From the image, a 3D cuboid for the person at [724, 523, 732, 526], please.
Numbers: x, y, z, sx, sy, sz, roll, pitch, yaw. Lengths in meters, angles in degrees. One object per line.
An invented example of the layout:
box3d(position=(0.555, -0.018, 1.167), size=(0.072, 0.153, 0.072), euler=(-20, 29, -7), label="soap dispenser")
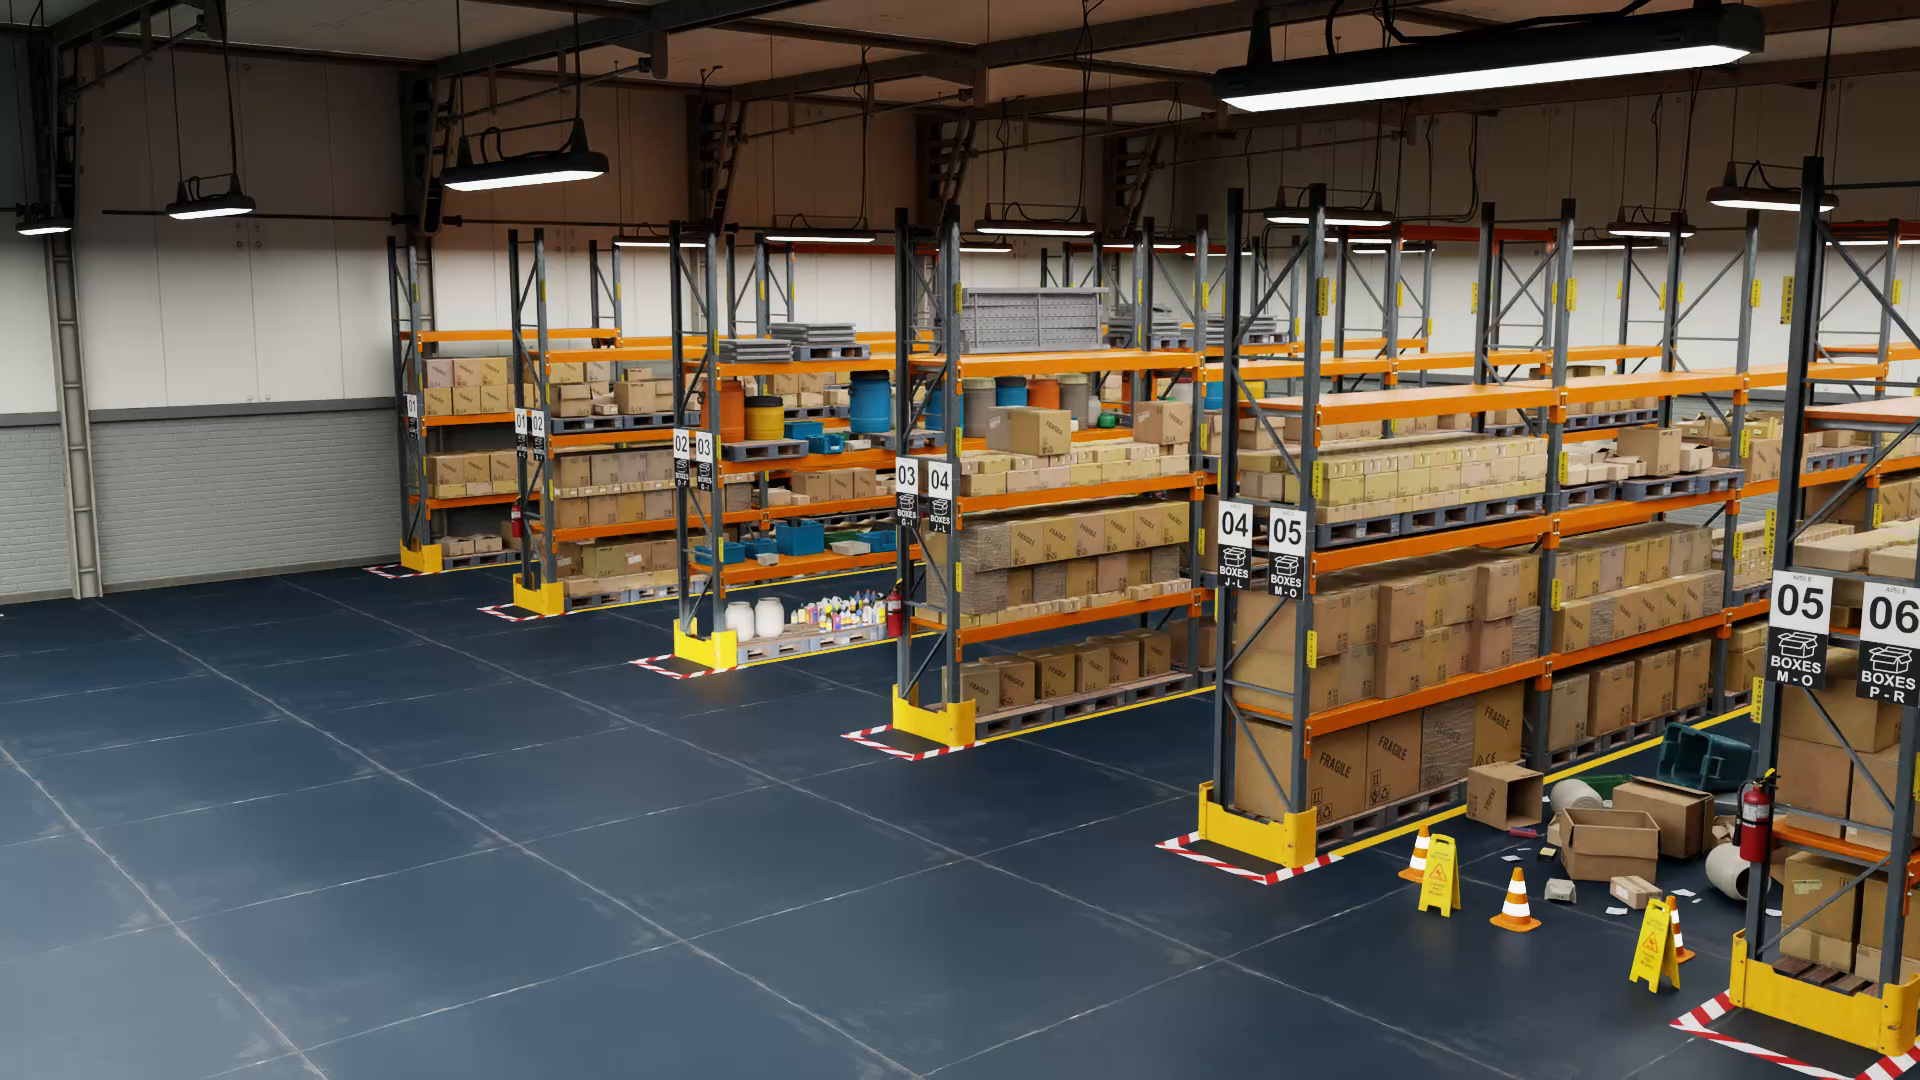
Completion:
box3d(position=(-4.350, -0.415, 30.765), size=(0.669, 1.762, 0.754), euler=(7, 11, 37), label="person")
